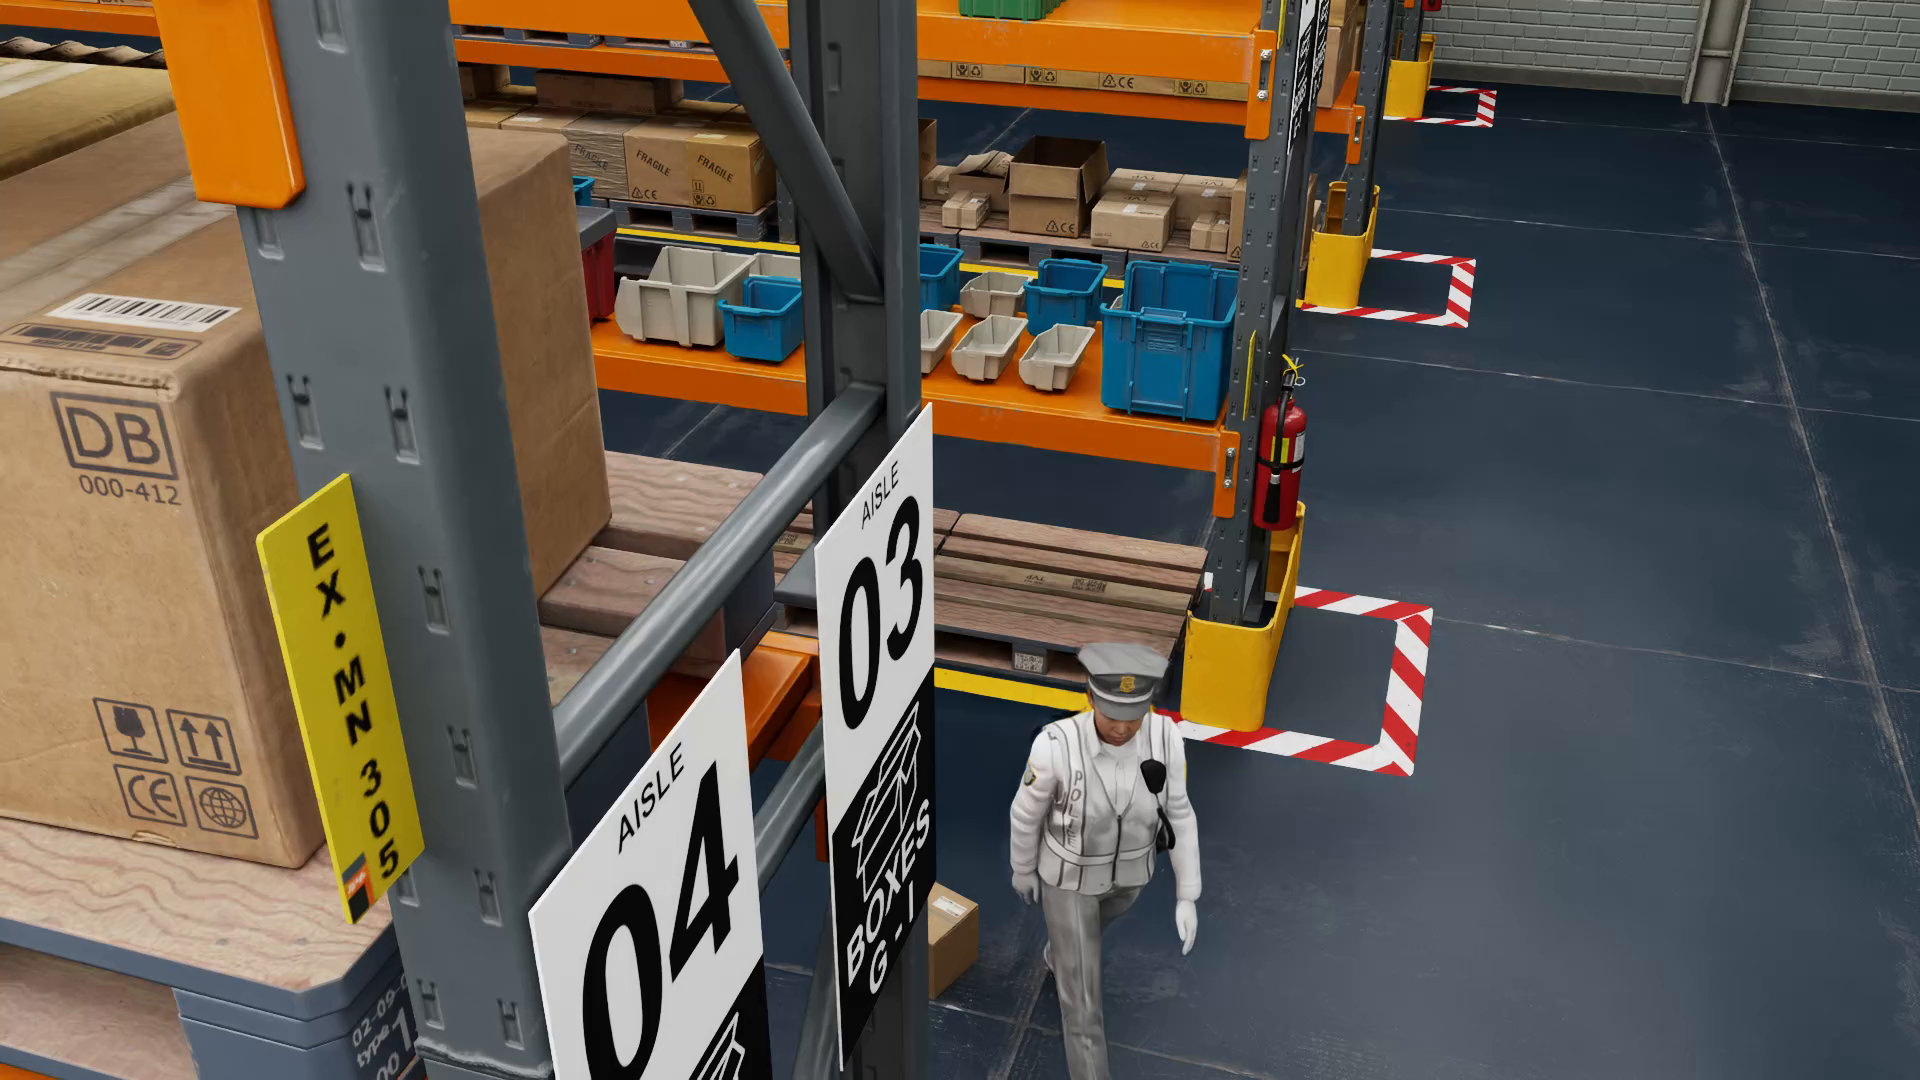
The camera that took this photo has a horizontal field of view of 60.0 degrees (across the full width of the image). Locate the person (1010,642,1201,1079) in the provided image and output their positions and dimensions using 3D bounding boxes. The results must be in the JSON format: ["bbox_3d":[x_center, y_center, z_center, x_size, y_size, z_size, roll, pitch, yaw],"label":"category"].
[{"bbox_3d":[0.424,0.983,4.856,0.505,1.610,1.029,-9,31,-15],"label":"person"}]
